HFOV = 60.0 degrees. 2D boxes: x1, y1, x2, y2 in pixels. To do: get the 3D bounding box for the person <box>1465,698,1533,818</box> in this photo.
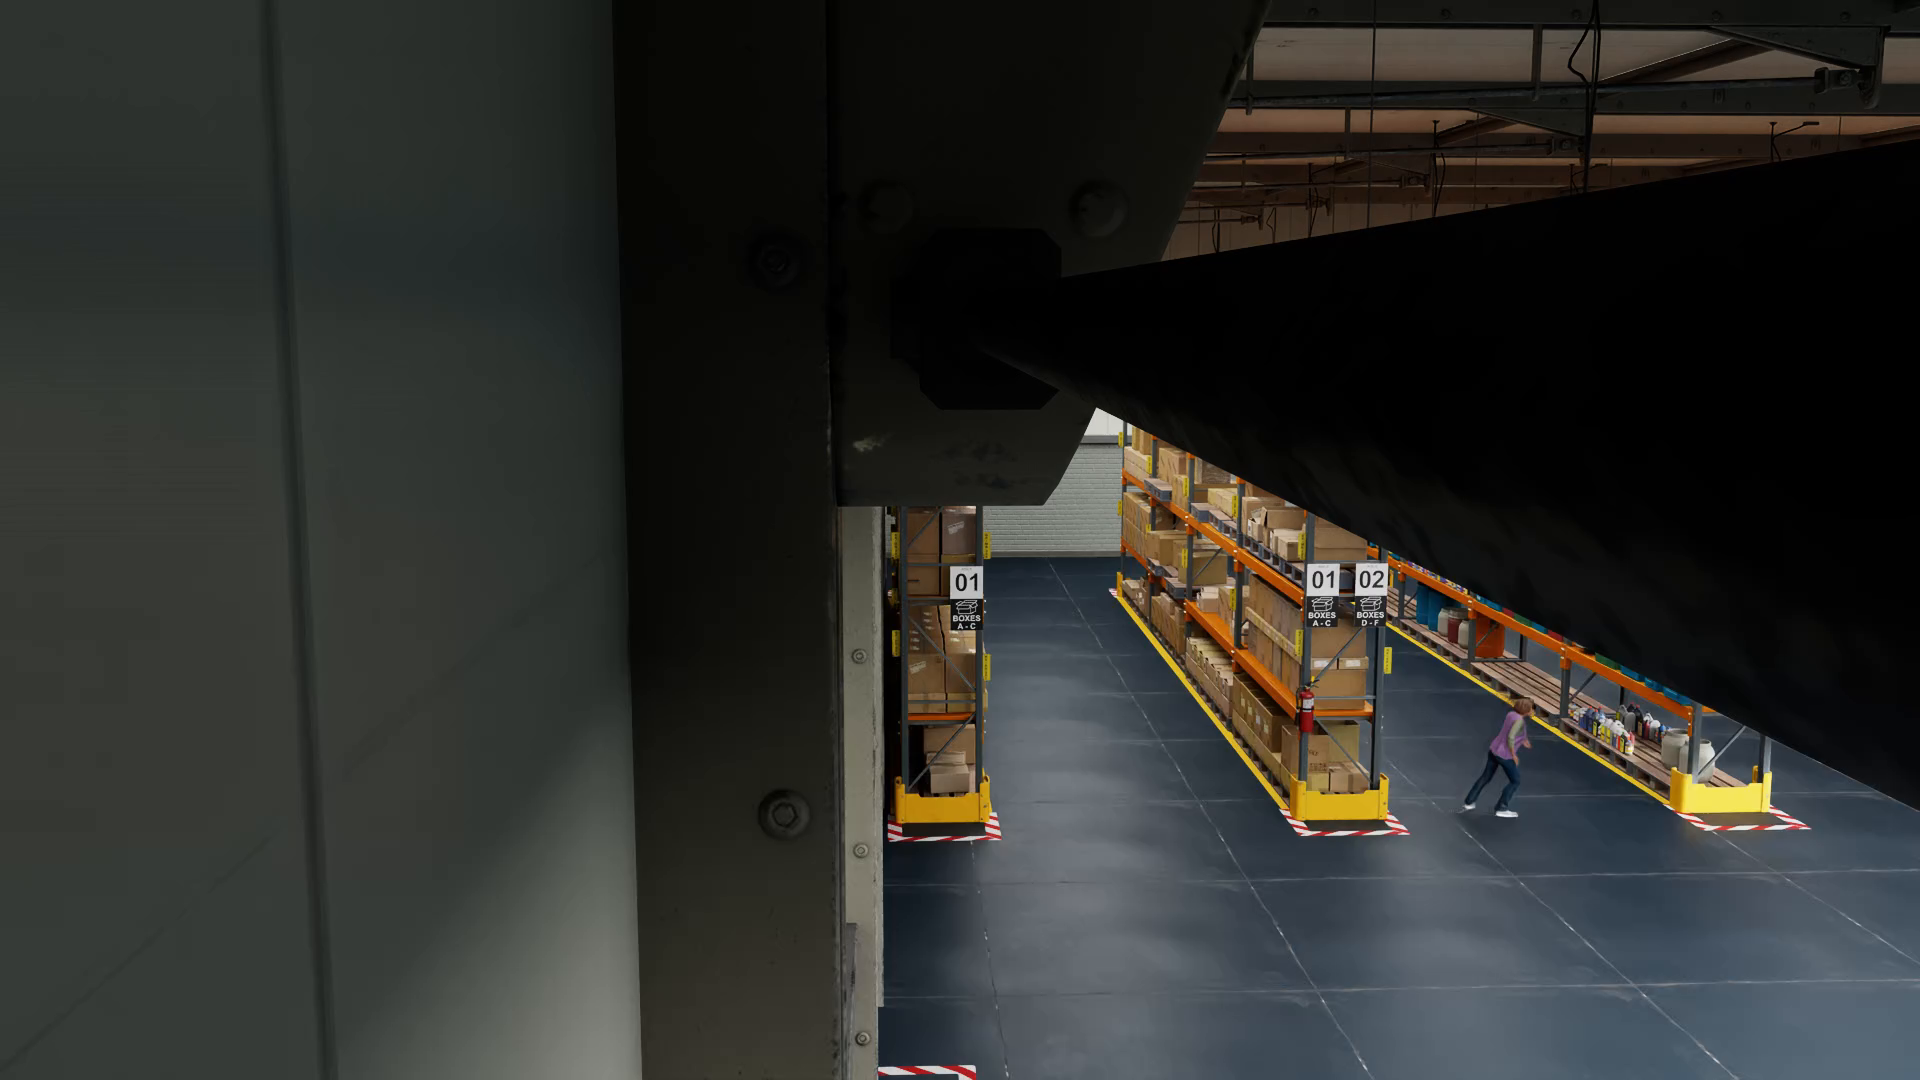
[{"bbox_3d":[6.746,2.701,20.692,0.806,1.518,0.598,-1,8,-7],"label":"person"}]
